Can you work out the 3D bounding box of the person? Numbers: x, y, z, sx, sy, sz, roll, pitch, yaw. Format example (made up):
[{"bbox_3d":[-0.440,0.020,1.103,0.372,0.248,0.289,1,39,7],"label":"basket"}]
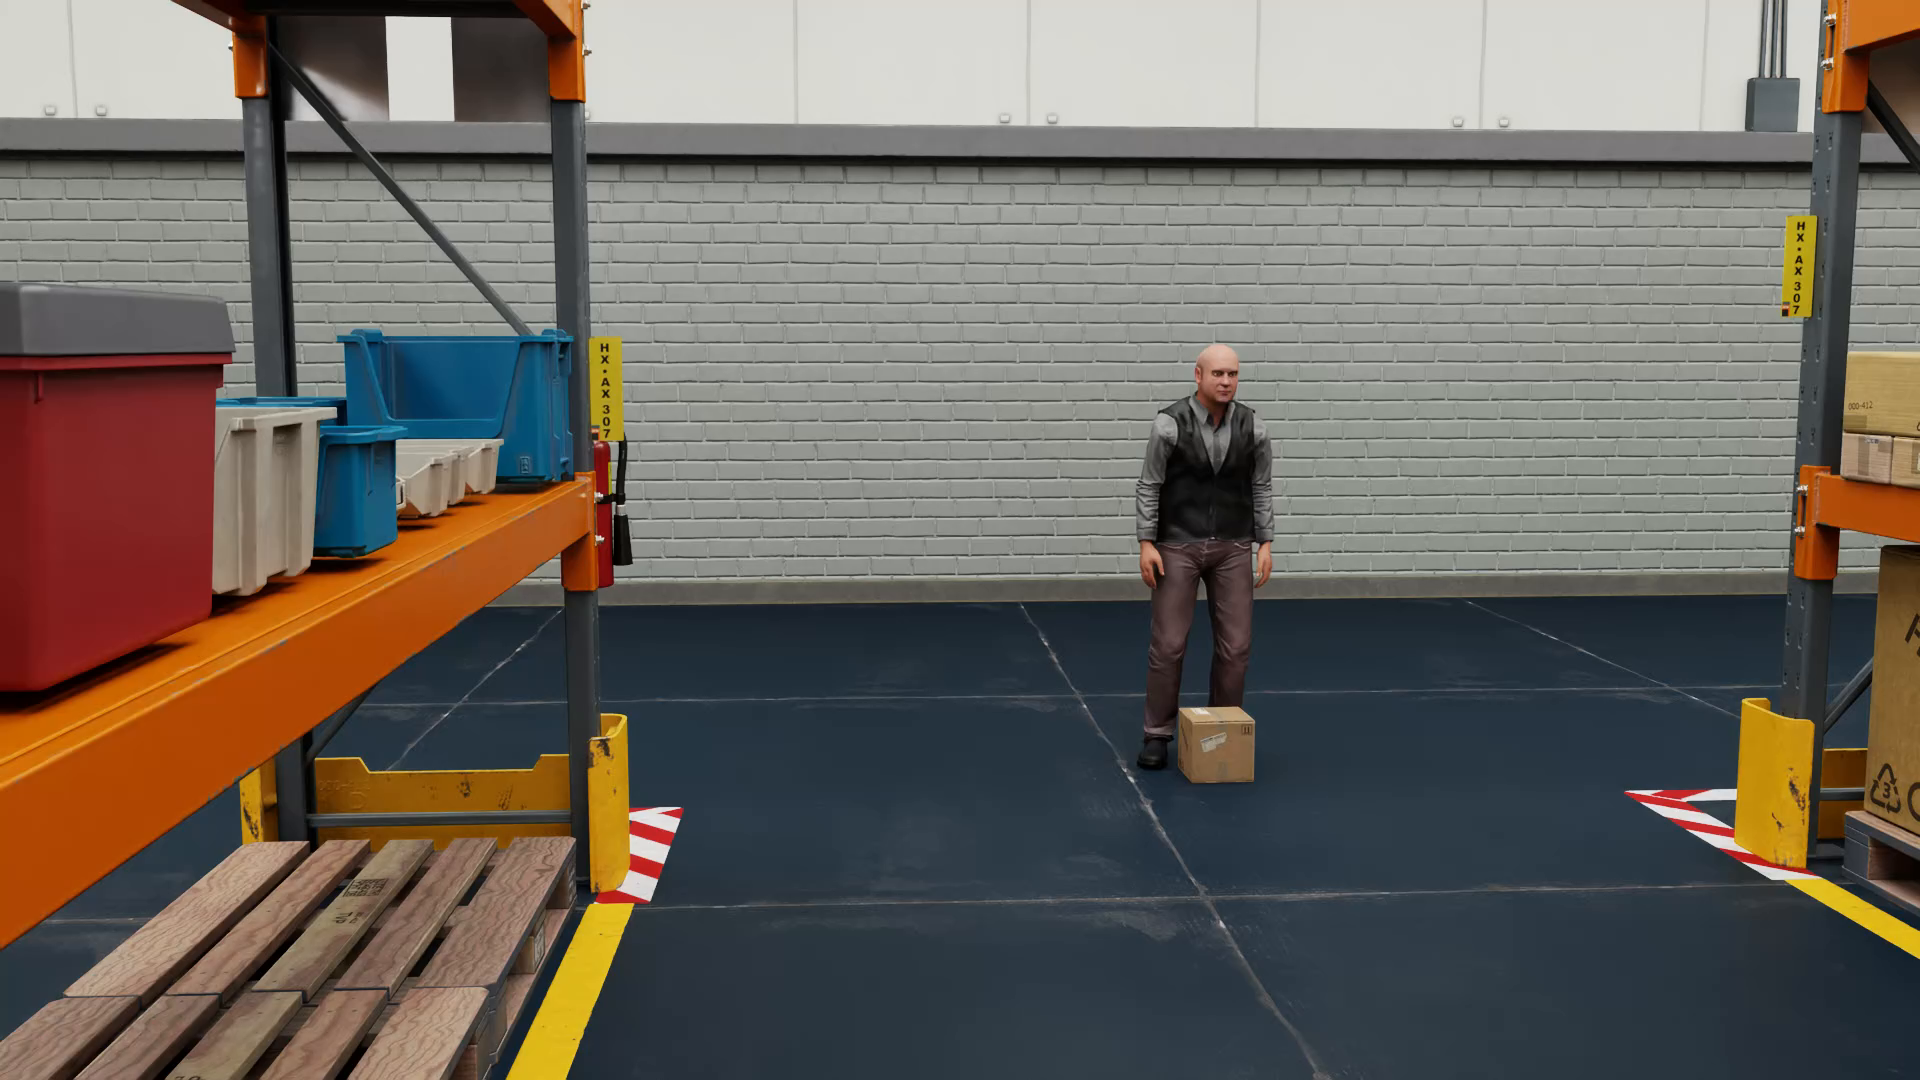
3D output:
[{"bbox_3d":[1.007,0.058,6.862,0.592,1.720,0.425,-1,7,-7],"label":"person"}]
